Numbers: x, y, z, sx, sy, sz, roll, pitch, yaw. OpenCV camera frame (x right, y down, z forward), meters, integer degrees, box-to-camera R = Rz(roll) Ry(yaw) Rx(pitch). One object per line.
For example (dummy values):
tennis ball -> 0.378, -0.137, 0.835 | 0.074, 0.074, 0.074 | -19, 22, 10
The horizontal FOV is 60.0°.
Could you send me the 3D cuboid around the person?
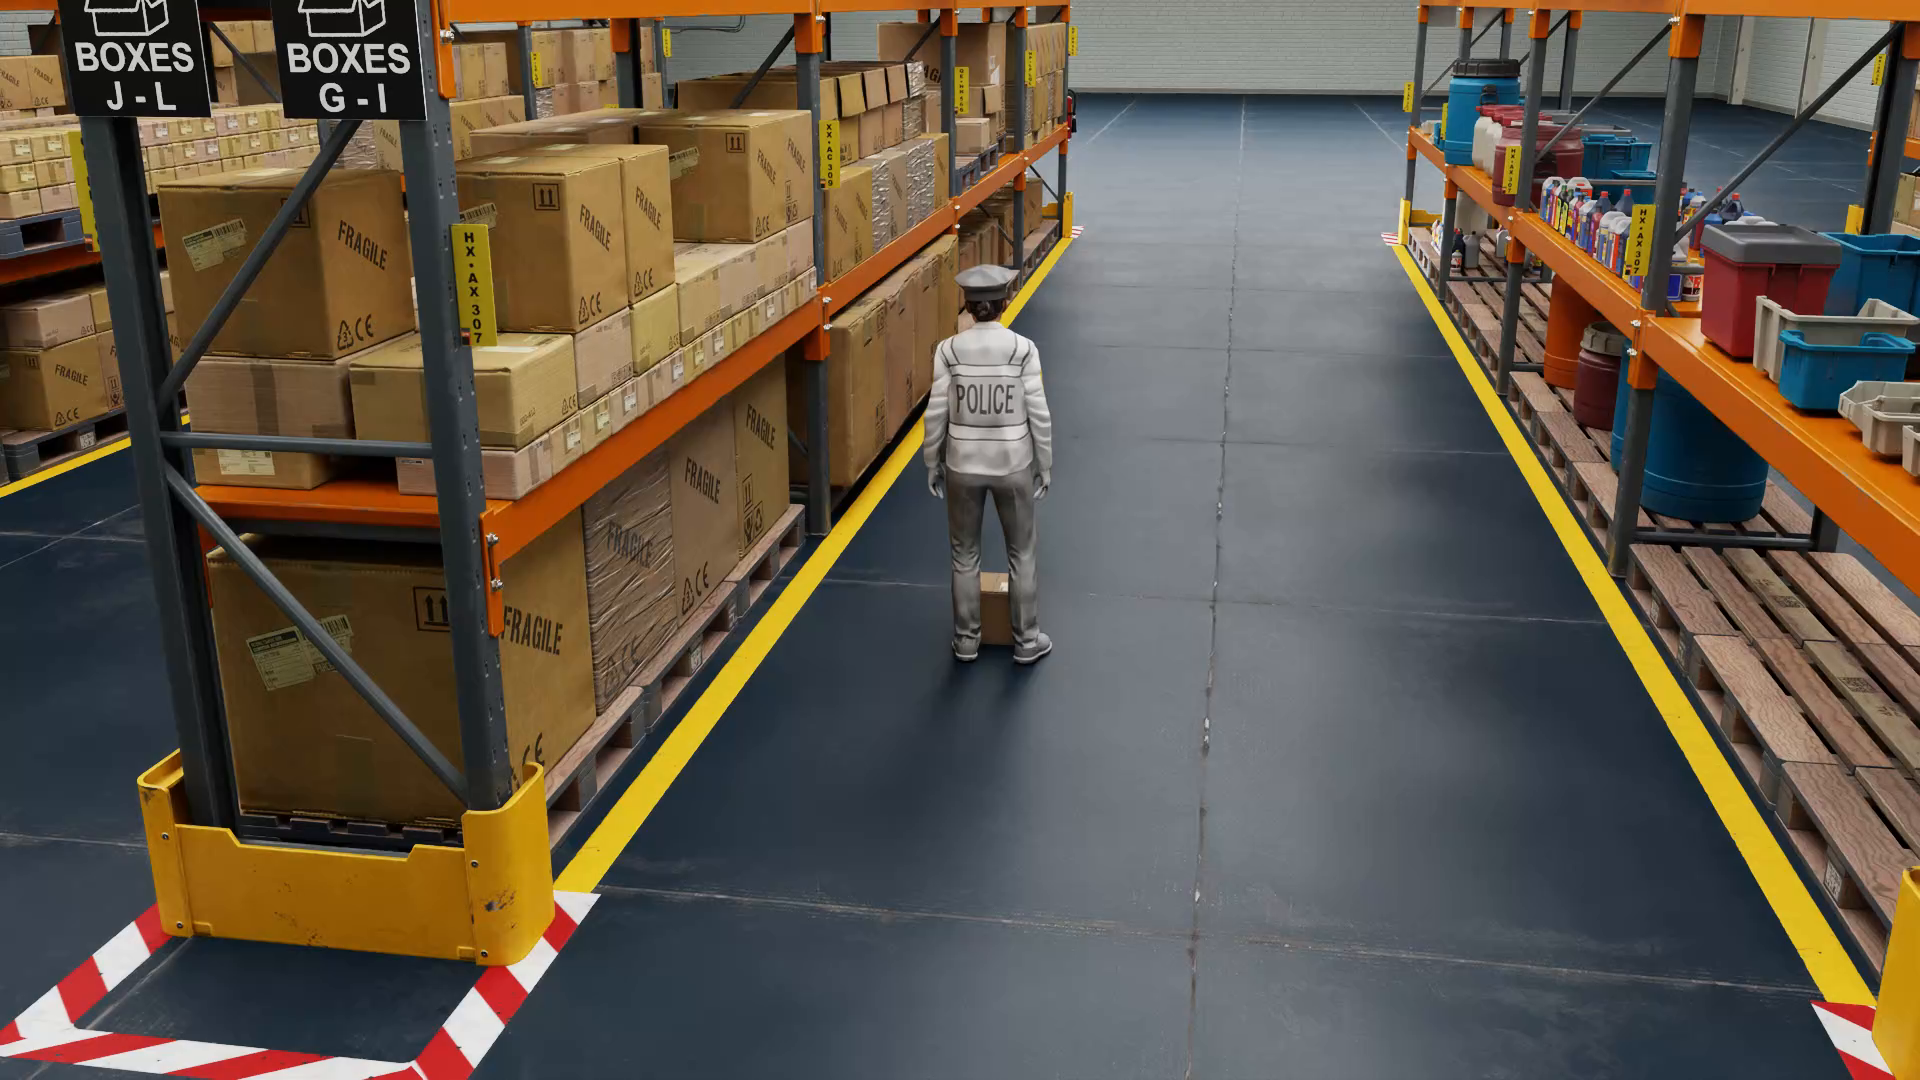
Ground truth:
person -> 0.123, -0.294, 6.949 | 0.540, 1.667, 0.370 | 2, 18, 6
